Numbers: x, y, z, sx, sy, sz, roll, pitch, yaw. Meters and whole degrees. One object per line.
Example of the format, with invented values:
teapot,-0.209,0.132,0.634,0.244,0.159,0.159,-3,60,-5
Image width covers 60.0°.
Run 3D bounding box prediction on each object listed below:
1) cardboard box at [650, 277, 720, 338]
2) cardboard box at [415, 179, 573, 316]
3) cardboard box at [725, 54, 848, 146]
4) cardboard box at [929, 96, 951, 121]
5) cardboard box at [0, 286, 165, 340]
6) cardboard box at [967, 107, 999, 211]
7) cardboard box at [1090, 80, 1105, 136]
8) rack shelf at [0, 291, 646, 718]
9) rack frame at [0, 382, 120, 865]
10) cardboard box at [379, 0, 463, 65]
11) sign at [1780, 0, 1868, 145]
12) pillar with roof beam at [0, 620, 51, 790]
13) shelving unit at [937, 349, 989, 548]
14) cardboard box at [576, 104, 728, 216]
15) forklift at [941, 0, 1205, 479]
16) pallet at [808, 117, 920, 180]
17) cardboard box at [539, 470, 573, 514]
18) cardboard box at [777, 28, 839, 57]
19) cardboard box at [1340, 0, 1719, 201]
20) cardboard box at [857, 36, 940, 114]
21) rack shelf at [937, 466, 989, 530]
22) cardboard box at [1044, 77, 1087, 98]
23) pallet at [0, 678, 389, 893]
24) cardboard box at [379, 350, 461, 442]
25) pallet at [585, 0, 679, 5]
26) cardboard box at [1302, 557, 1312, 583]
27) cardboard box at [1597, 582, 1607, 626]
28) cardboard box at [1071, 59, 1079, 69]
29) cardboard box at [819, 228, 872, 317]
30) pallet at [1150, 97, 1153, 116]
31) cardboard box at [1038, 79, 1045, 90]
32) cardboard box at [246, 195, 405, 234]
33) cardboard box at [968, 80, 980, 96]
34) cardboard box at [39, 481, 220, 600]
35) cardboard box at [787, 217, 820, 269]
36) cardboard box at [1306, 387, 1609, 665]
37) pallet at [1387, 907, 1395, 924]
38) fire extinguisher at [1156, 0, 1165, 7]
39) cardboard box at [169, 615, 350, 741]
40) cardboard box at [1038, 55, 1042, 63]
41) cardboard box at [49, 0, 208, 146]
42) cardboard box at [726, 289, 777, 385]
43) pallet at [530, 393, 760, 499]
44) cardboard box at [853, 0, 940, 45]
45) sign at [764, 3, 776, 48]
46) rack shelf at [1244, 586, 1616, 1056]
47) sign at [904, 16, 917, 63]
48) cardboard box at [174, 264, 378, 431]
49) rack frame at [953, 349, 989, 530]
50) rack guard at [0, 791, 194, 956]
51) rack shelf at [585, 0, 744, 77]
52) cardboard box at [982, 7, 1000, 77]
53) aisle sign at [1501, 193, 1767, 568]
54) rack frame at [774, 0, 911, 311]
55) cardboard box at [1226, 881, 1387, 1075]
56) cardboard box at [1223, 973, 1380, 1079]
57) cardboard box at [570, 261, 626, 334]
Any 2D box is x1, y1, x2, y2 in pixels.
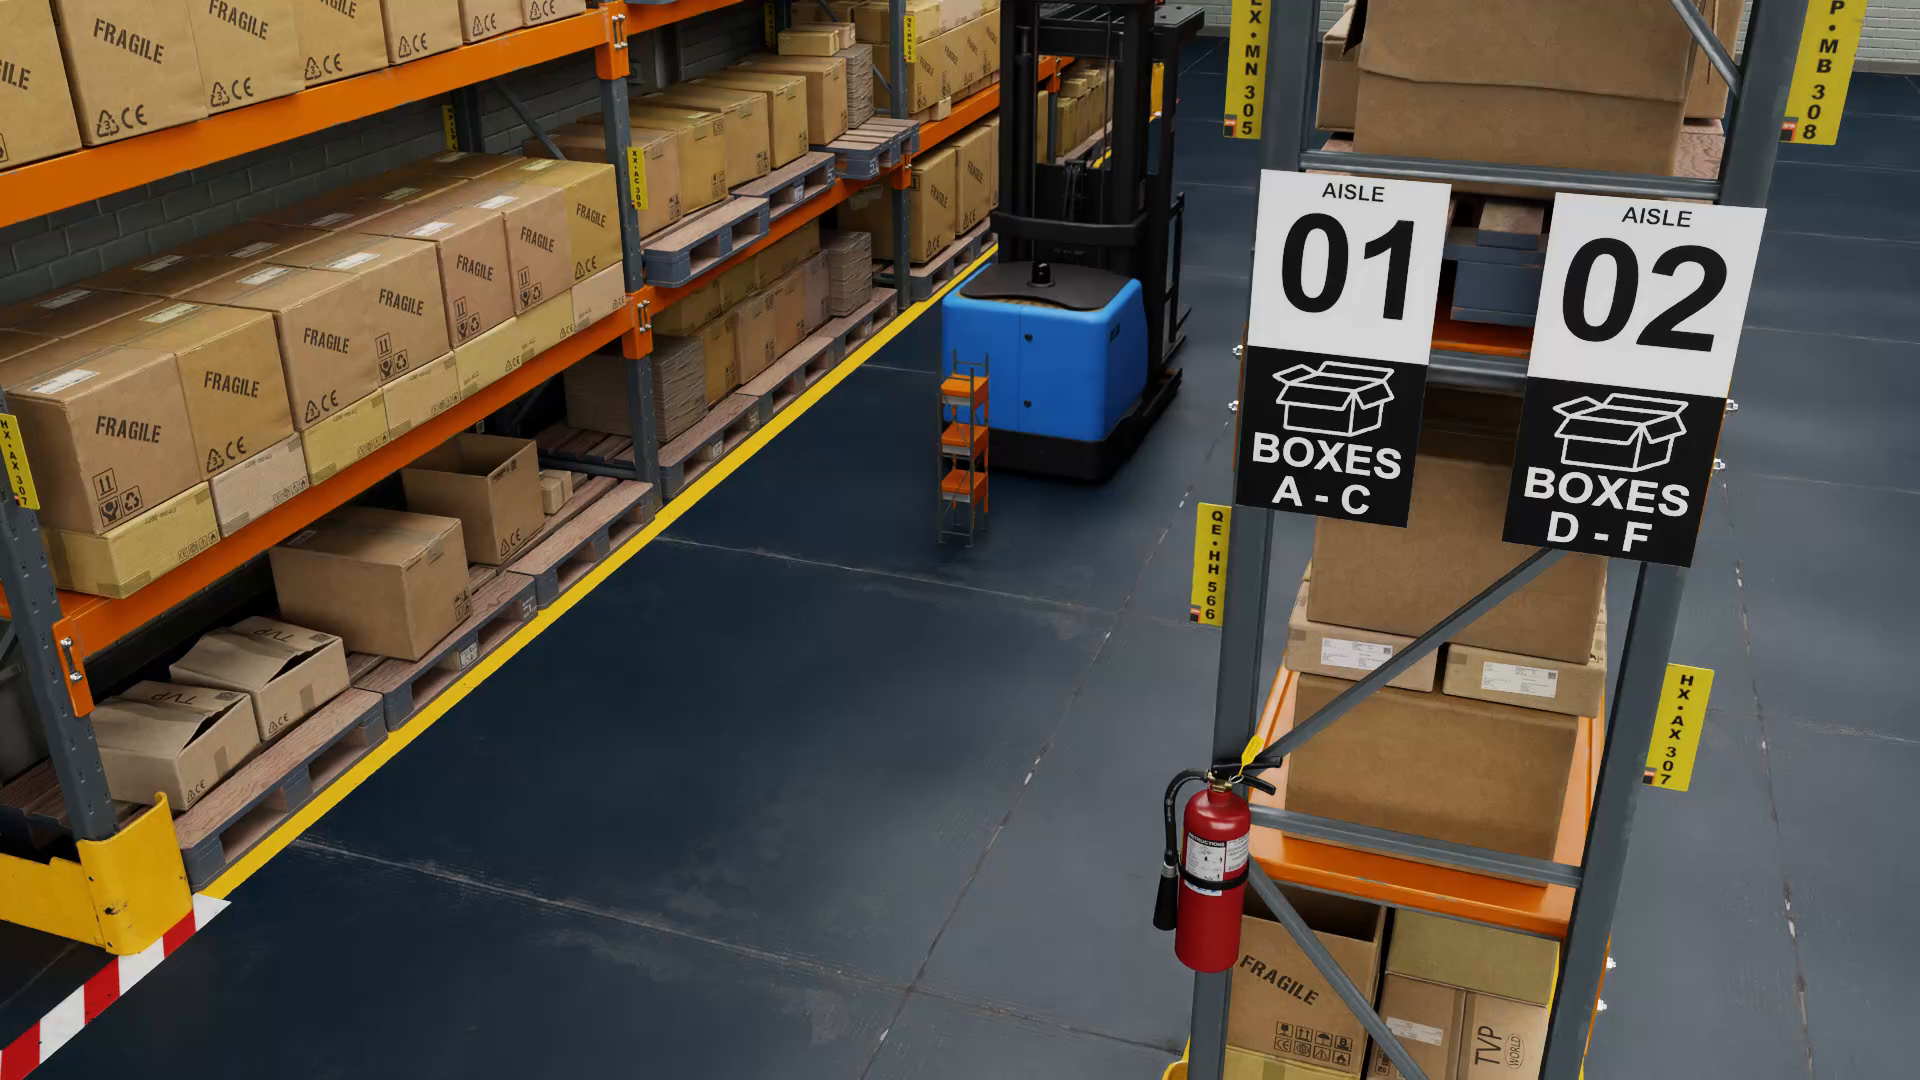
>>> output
cardboard box,-1.839,-1.482,10.371,0.500,0.250,0.500,8,27,16
cardboard box,-2.238,-1.419,8.027,0.500,0.500,0.500,9,27,17
cardboard box,-1.188,-3.043,11.474,0.700,0.500,0.500,6,27,13
cardboard box,-0.292,-3.425,13.148,0.380,0.149,0.250,10,27,19
cardboard box,-3.409,-0.650,6.439,0.500,0.500,0.500,9,27,18
cardboard box,0.064,-3.442,14.902,0.750,0.750,0.750,10,27,19
cardboard box,1.139,-4.645,17.789,0.700,0.500,0.500,9,27,19
rack shelf,-2.877,-0.439,7.540,1.077,0.370,4.000,9,27,17
rack frame,-3.543,0.059,5.686,1.000,3.000,0.127,9,27,17
cardboard box,-2.475,-2.306,6.992,0.500,0.500,0.500,8,27,15
sign,1.651,-0.920,3.173,0.100,0.325,0.005,9,27,17
pillar with roof beam,-0.066,-2.430,3.943,9.100,9.000,0.400,9,27,17
shelving unit,0.018,-0.495,9.067,0.215,1.050,0.252,9,27,17
cardboard box,-1.817,-2.261,9.857,0.700,0.500,0.500,12,28,23
forklift,0.870,-2.296,10.630,1.130,2.935,3.031,9,27,18
pallet,-1.017,-2.834,11.881,1.213,0.211,1.003,9,27,17
cardboard box,-2.361,-0.283,9.140,0.380,0.166,0.250,5,26,11
cardboard box,-1.060,-3.483,11.638,0.380,0.149,0.250,4,26,9
cardboard box,1.325,-1.108,3.894,0.797,0.503,0.637,11,28,21
cardboard box,-0.477,-3.579,12.721,0.500,0.500,0.500,10,27,19
rack shelf,0.018,-0.235,9.192,0.215,0.259,0.240,9,27,17
cardboard box,1.082,-4.635,17.023,0.380,0.149,0.250,10,27,19
pallet,-3.214,0.954,7.037,1.003,0.211,1.213,9,27,17
cardboard box,-2.576,-0.668,7.337,0.500,0.250,0.500,9,27,18
pallet,-1.906,-3.089,8.960,1.213,0.211,1.003,9,27,17
cardboard box,1.163,0.146,4.646,0.380,0.149,0.250,9,27,19
cardboard box,1.549,0.200,4.536,0.380,0.149,0.250,8,27,16
cardboard box,1.076,-5.129,18.043,0.380,0.149,0.250,9,27,18
cardboard box,-1.071,-1.998,12.298,0.700,0.500,0.500,9,27,18
pallet,1.590,-4.921,19.172,1.003,0.211,1.213,9,27,17
cardboard box,0.821,-4.815,17.395,0.380,0.149,0.250,8,27,16
cardboard box,-2.912,-1.285,7.750,0.500,0.500,0.500,10,27,19
cardboard box,-0.052,-3.858,14.042,0.380,0.149,0.250,9,27,18
cardboard box,-3.081,-0.037,6.034,0.500,0.250,0.500,8,27,16
cardboard box,-1.320,-2.110,11.670,0.500,0.250,0.500,9,27,18
cardboard box,1.315,-0.065,4.338,0.700,0.500,0.500,9,27,18
pallet,1.753,1.211,6.507,1.003,0.211,1.213,9,27,17
fire extinguisher,2.267,-6.309,19.354,0.296,0.674,0.183,9,27,17
cardboard box,-3.038,0.566,7.220,0.500,0.311,0.500,11,28,22
cardboard box,0.544,-4.481,15.329,0.380,0.149,0.250,9,27,18
cardboard box,-2.983,-1.662,5.660,0.500,0.500,0.500,11,28,21
cardboard box,-1.650,-1.386,11.034,0.700,0.500,0.500,9,27,18
pallet,-1.954,-0.650,10.350,1.003,0.211,1.213,9,27,17
cardboard box,-0.477,-3.915,12.554,0.500,0.250,0.500,9,27,19
sign,-1.405,-3.829,12.387,0.100,0.325,0.005,9,27,17
rack shelf,1.796,0.278,6.060,1.077,0.370,4.000,9,27,17
sign,-0.365,-3.639,12.087,0.100,0.325,0.005,9,27,17
cardboard box,-2.748,-0.786,6.719,0.500,0.500,0.500,8,27,16
rack frame,0.058,-0.545,9.170,0.200,1.050,0.008,9,27,17
rack guard,-3.517,1.153,6.295,1.175,0.500,0.348,9,27,17
rack shelf,-1.546,-3.433,10.282,1.077,0.370,4.000,9,27,17
cardboard box,0.038,-4.212,14.028,0.500,0.500,0.500,10,27,19
aisle sign,1.397,-0.323,3.492,0.394,0.787,0.004,9,27,17
rack frame,-0.880,-3.229,12.476,1.000,3.000,0.127,9,27,17
cardboard box,1.028,1.223,5.094,0.500,0.500,0.500,9,27,17
cardboard box,1.030,1.561,5.257,0.500,0.250,0.500,9,27,17
cardboard box,-2.083,-1.288,8.617,0.500,0.250,0.500,9,27,18
